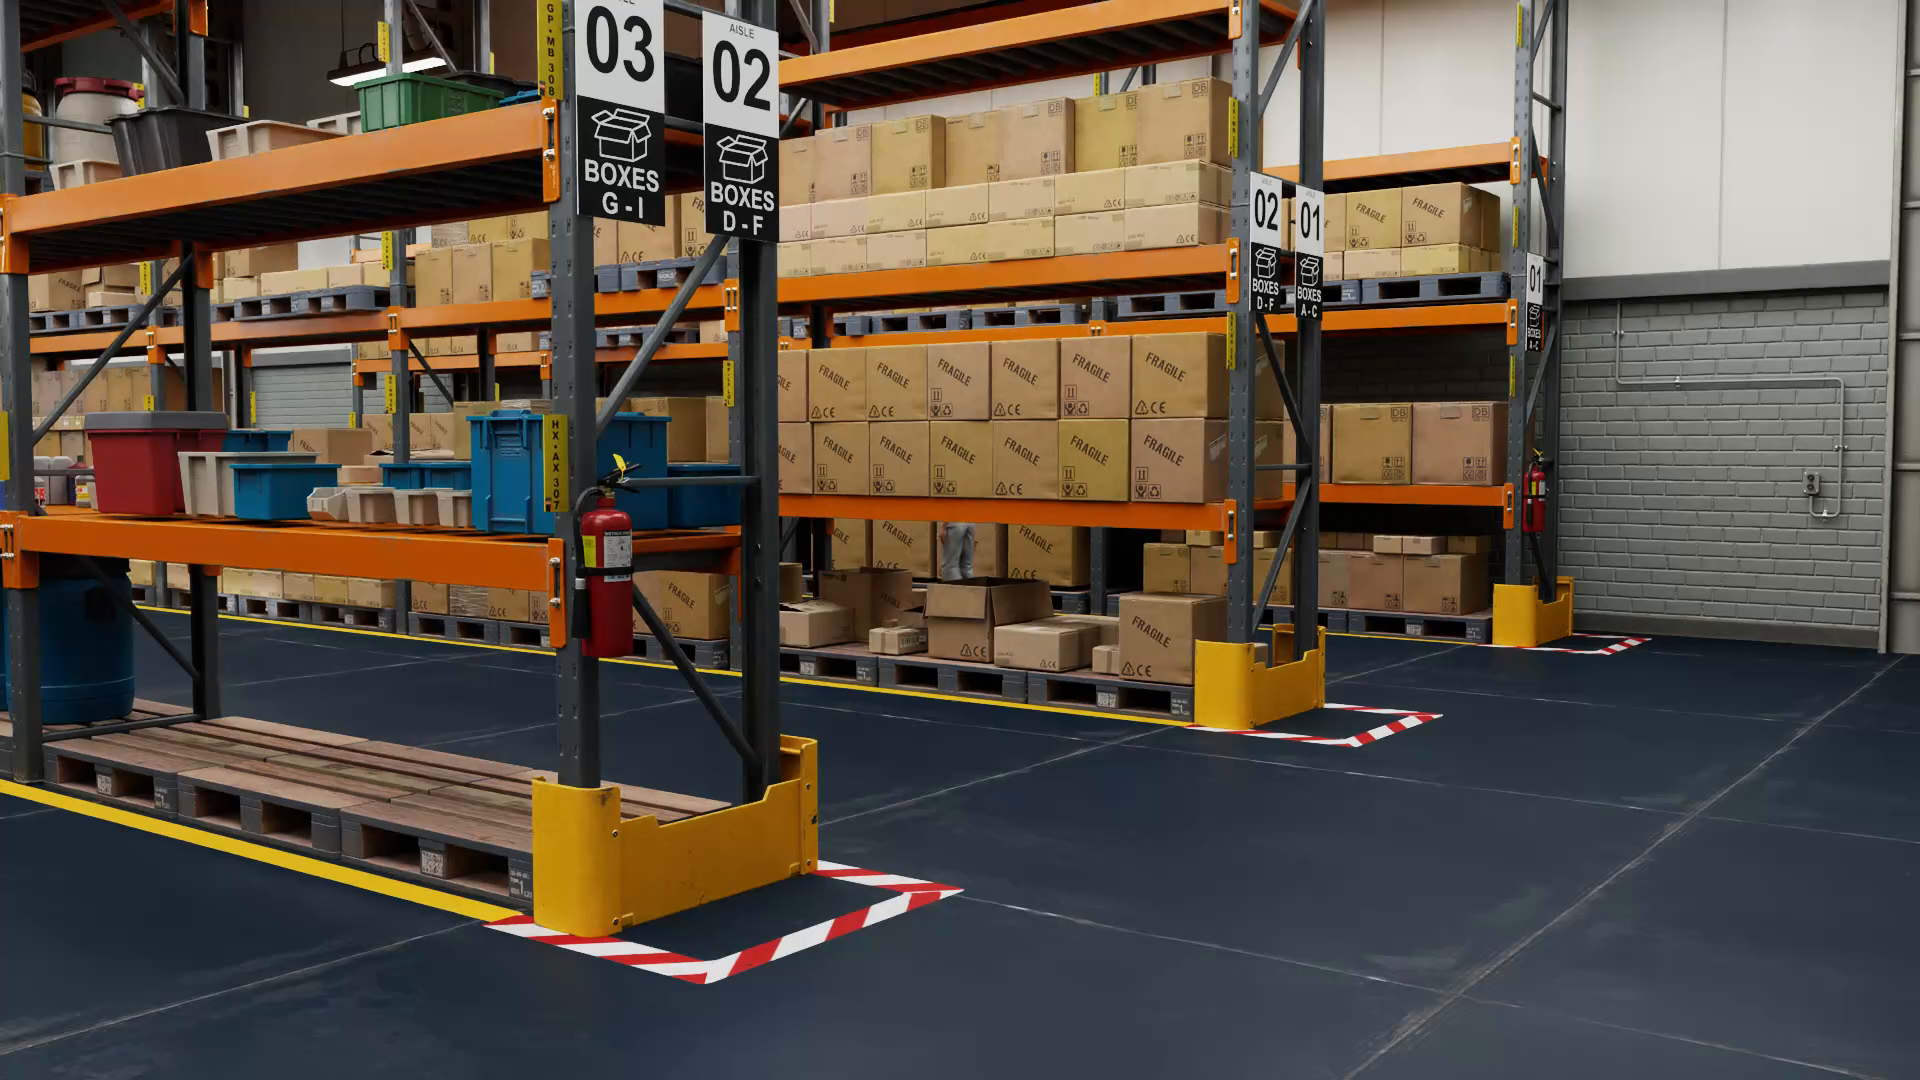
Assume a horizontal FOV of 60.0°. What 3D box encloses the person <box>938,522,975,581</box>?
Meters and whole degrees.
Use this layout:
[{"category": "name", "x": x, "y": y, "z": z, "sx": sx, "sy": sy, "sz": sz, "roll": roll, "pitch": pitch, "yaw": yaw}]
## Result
[{"category": "person", "x": -0.012, "y": -0.087, "z": 15.687, "sx": 0.361, "sy": 1.672, "sz": 0.437, "roll": 2, "pitch": 4, "yaw": 37}]
